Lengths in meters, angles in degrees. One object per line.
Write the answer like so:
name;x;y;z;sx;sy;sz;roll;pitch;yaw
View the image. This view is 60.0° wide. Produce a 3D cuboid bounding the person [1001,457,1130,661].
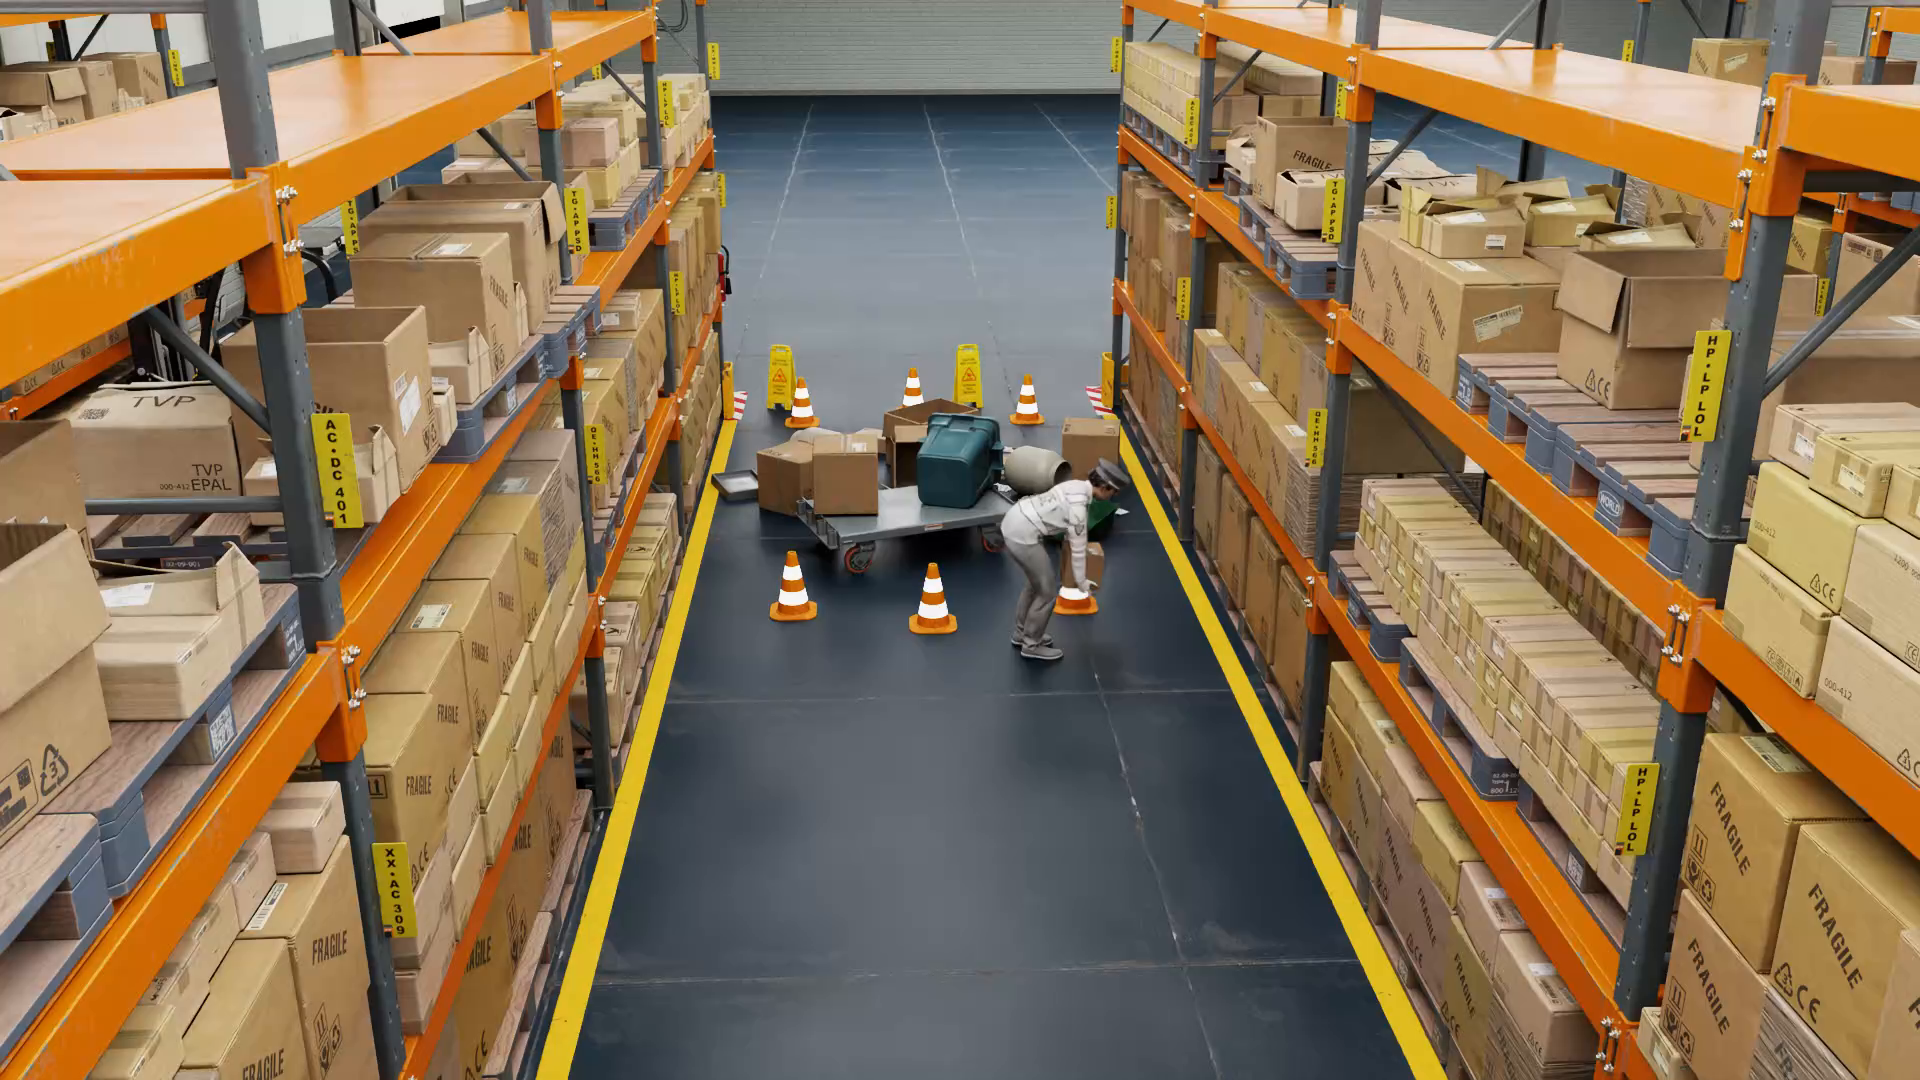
person;0.702;0.119;11.194;0.857;1.366;0.402;-2;21;-4
